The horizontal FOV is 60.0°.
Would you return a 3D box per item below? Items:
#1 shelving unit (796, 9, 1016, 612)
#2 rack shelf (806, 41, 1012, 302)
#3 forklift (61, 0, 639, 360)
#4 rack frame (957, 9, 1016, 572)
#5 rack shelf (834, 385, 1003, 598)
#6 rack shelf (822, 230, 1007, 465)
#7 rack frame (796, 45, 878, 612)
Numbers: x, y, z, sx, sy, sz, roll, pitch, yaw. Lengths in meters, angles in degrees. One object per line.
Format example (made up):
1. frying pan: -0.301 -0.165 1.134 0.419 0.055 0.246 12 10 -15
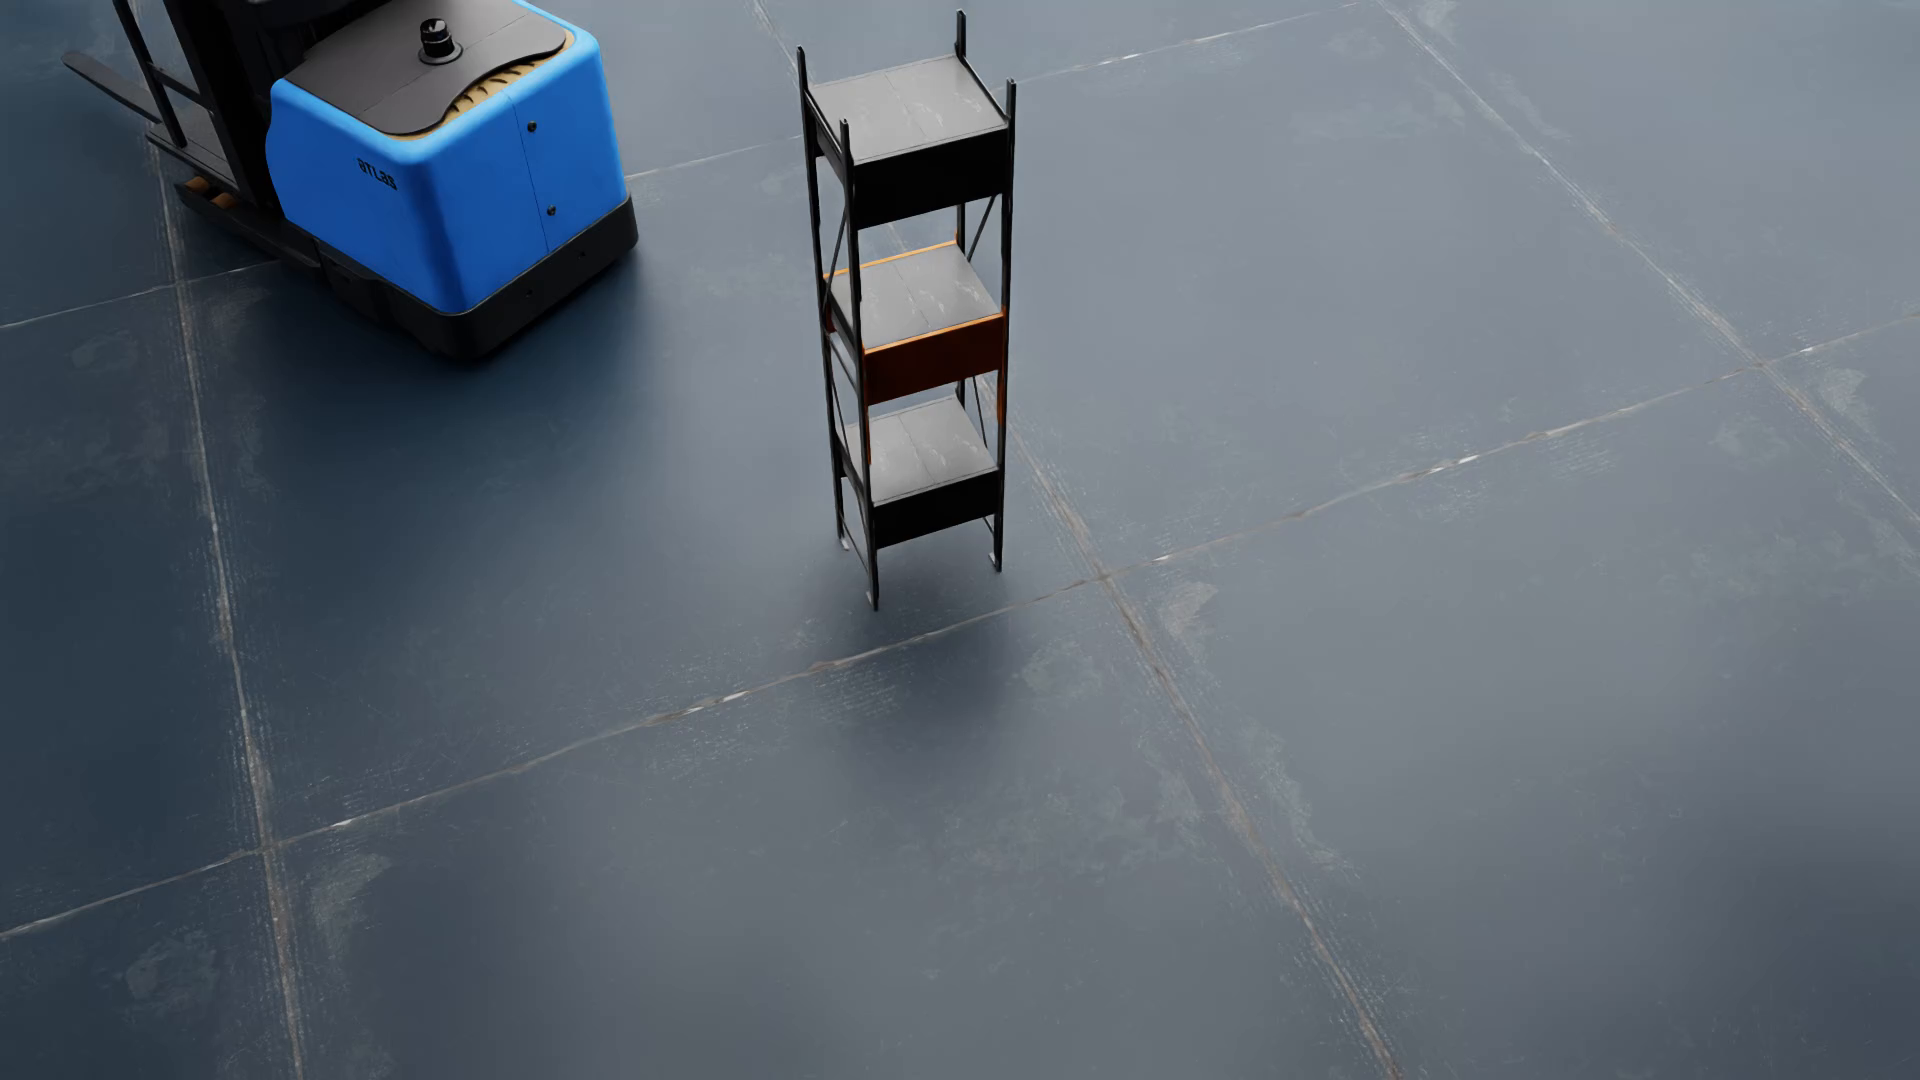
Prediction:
1. shelving unit: -0.153 -0.637 5.413 0.503 2.100 0.431 -17 52 -14
2. rack shelf: -0.153 -1.084 4.892 0.480 0.518 0.431 -17 52 -14
3. forklift: -2.889 -2.623 6.570 3.031 2.935 1.130 30 56 23
4. rack frame: 0.073 -0.707 5.473 0.015 2.100 0.400 -17 52 -14
5. rack shelf: -0.153 -0.172 5.954 0.480 0.518 0.431 -17 52 -14
6. rack shelf: -0.153 -0.628 5.423 0.480 0.518 0.431 -17 52 -14
7. rack frame: -0.379 -0.567 5.353 0.015 2.100 0.400 -17 52 -14
